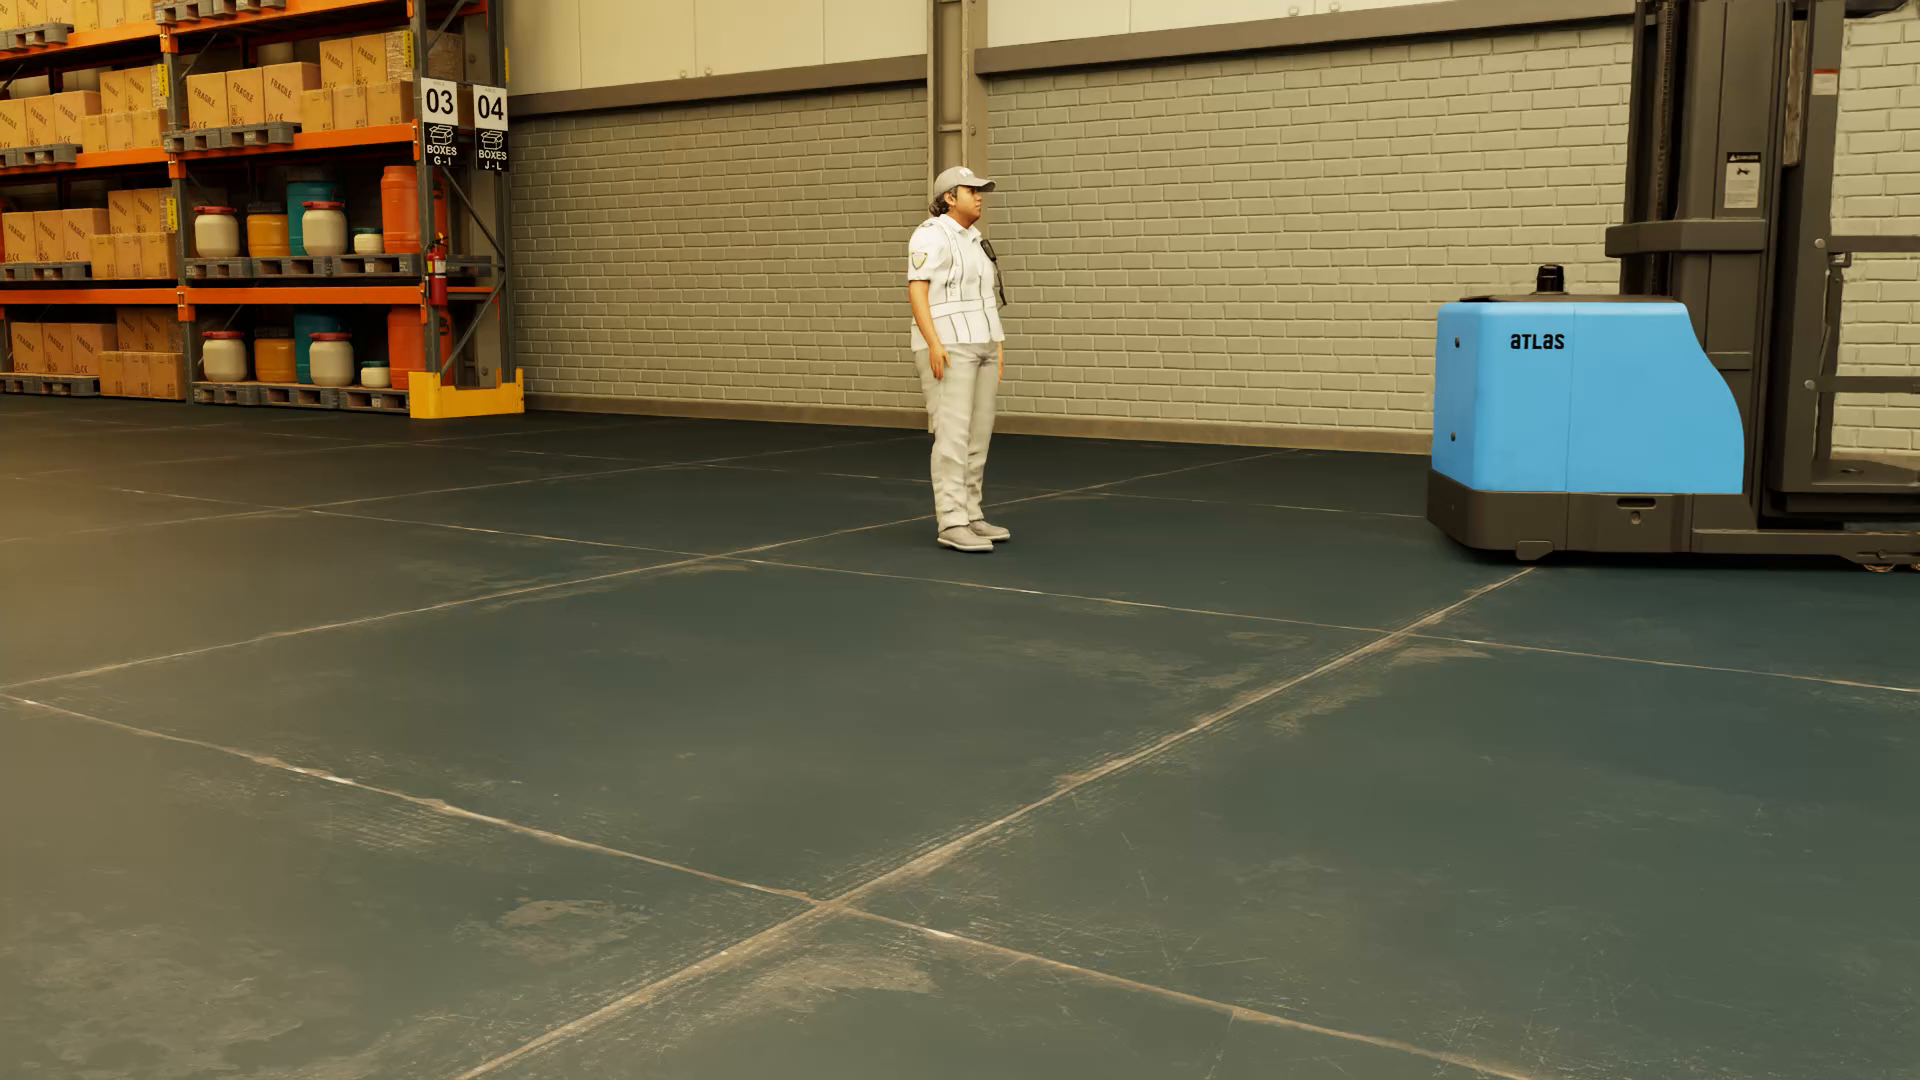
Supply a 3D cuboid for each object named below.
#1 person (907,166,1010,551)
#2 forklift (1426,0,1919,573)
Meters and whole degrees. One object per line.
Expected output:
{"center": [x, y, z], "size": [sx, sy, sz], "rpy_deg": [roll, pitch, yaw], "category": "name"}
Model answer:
{"center": [0.051, -0.823, 7.424], "size": [0.529, 1.670, 0.598], "rpy_deg": [5, 10, 34], "category": "person"}
{"center": [3.647, -1.395, 7.004], "size": [3.031, 2.935, 1.130], "rpy_deg": [1, 8, 5], "category": "forklift"}
